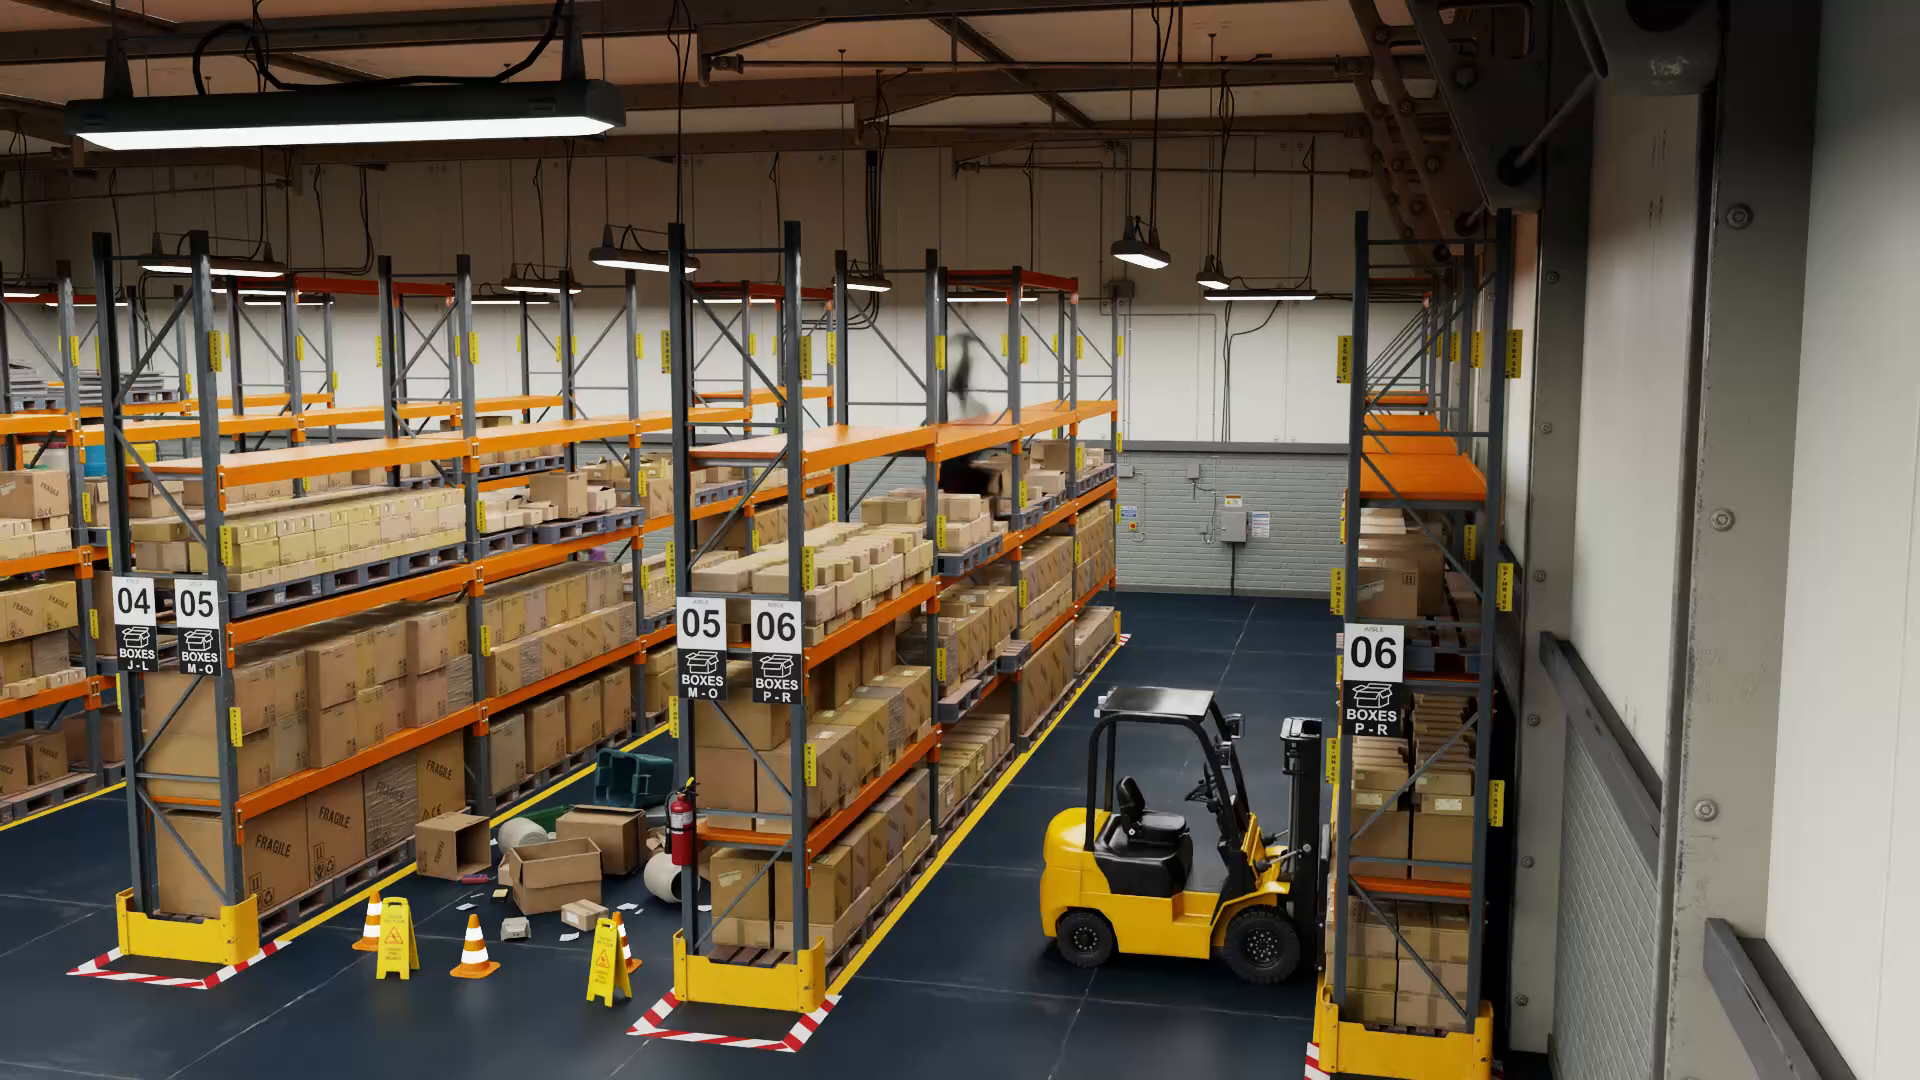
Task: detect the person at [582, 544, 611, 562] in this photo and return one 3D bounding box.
[{"bbox_3d":[-6.871,0.574,31.419,0.612,1.577,0.577,4,8,27],"label":"person"}]
